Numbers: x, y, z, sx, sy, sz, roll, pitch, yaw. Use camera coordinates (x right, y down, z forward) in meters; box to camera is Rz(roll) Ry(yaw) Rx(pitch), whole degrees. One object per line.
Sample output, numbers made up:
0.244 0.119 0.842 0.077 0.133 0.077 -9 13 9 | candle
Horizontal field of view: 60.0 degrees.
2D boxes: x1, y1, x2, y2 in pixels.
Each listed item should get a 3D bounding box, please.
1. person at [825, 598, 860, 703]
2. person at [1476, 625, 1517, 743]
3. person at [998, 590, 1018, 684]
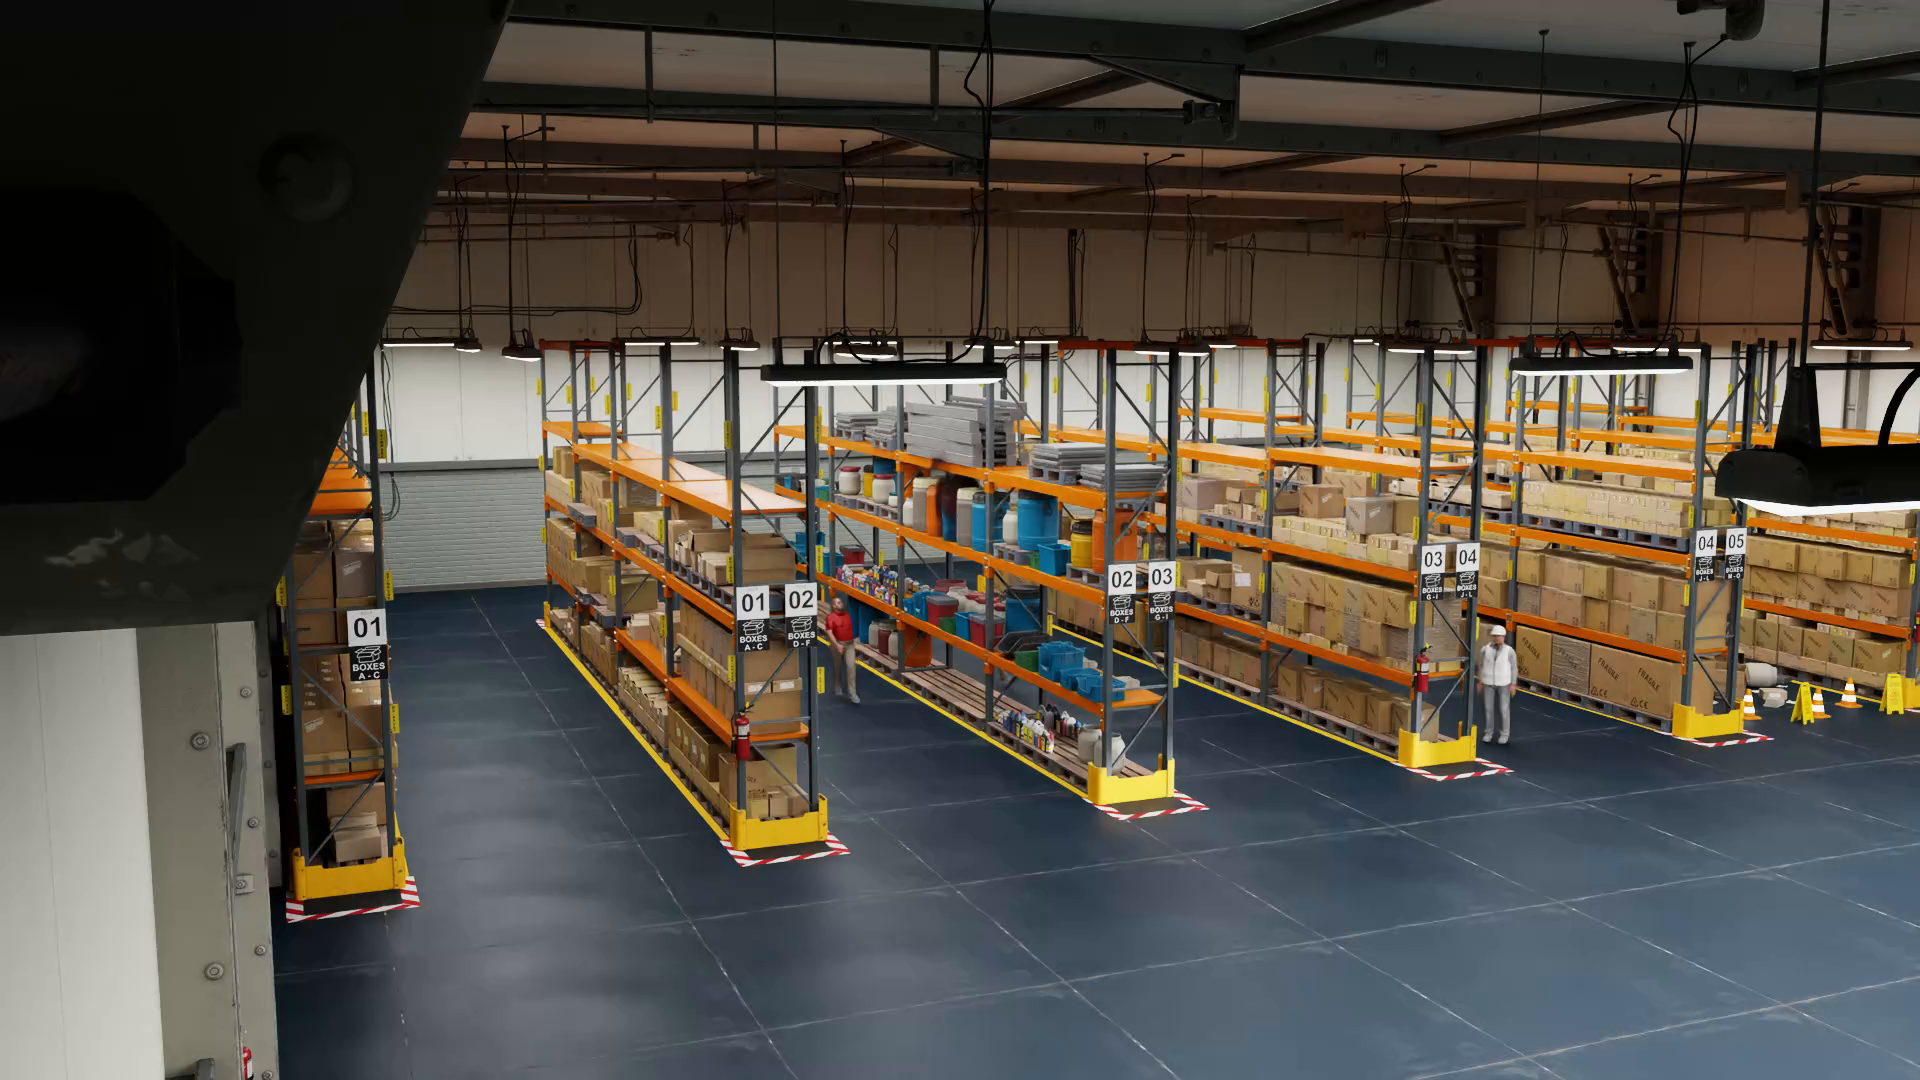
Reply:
-1.982 1.816 27.776 0.520 1.673 0.900 -1 8 -11 | person
8.121 2.177 25.181 0.583 1.784 0.366 3 8 23 | person
0.829 1.677 29.060 0.394 1.677 0.511 2 8 16 | person
